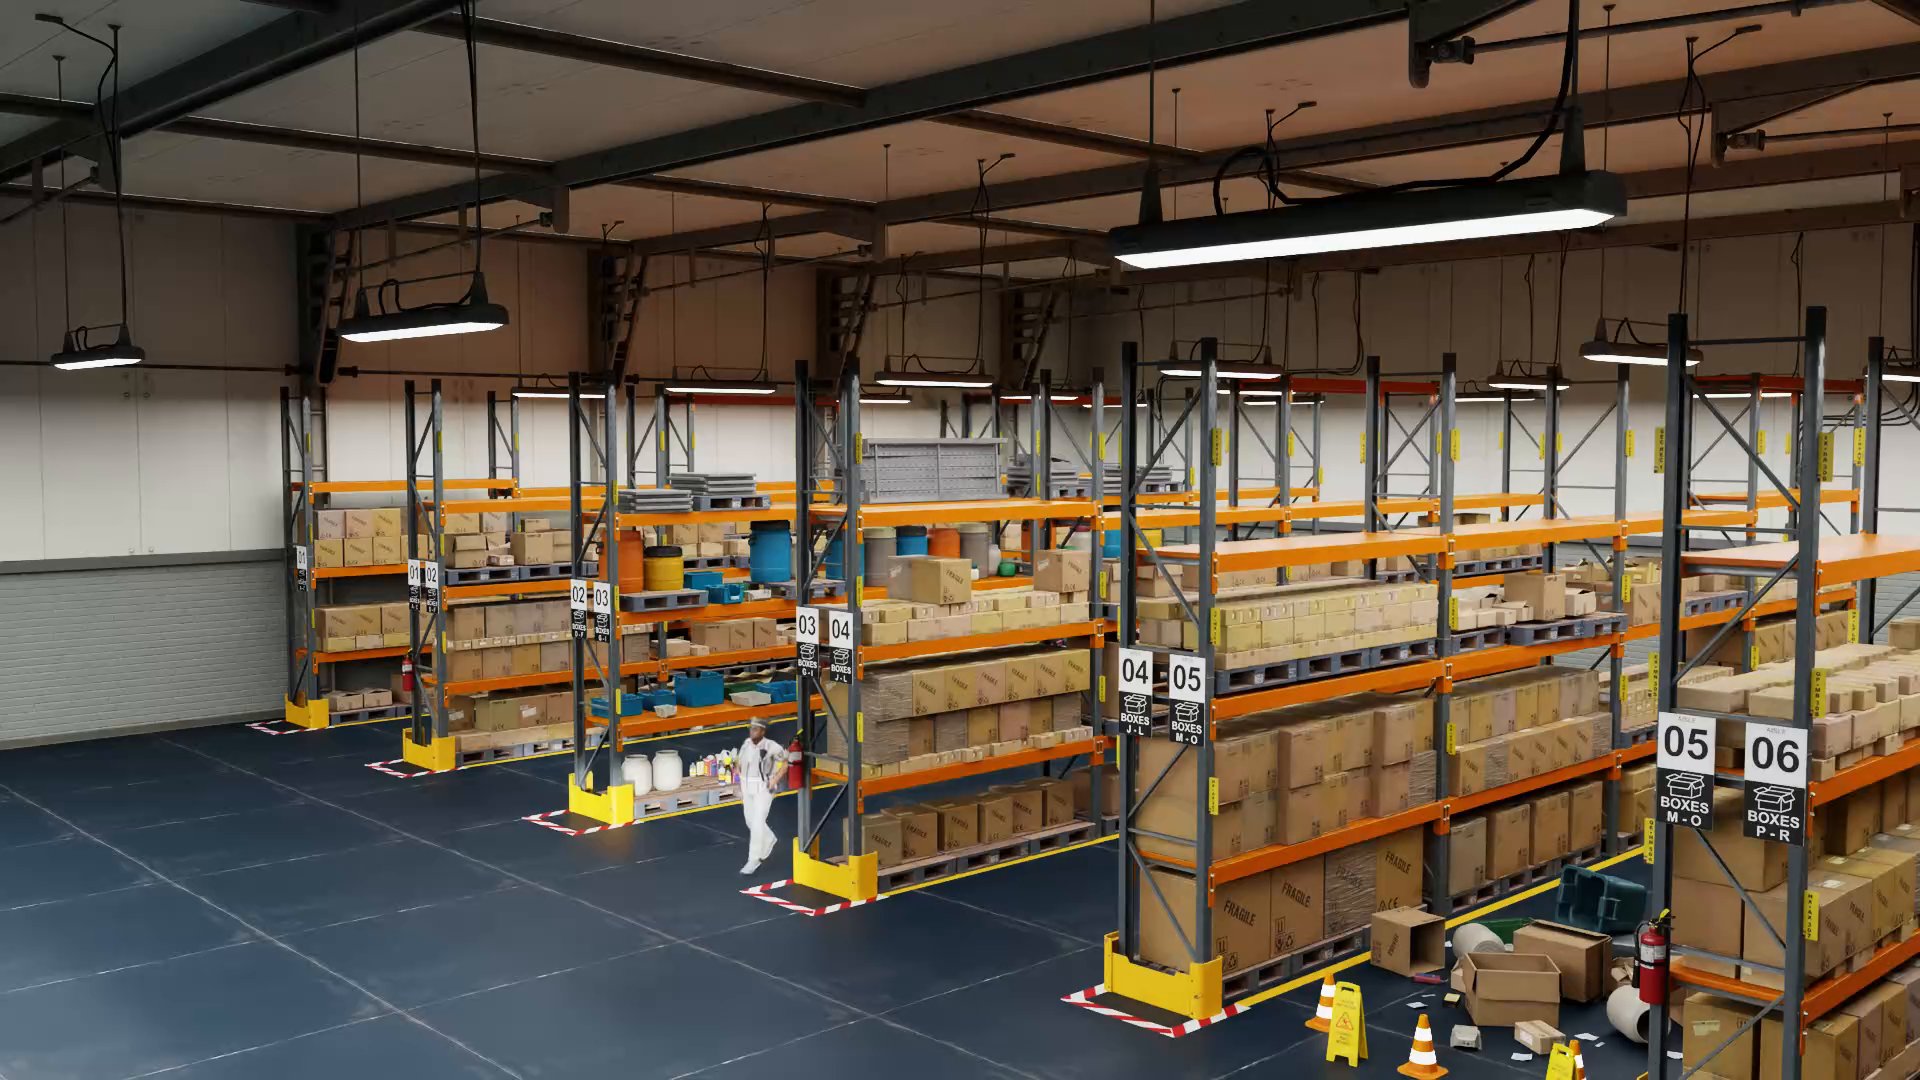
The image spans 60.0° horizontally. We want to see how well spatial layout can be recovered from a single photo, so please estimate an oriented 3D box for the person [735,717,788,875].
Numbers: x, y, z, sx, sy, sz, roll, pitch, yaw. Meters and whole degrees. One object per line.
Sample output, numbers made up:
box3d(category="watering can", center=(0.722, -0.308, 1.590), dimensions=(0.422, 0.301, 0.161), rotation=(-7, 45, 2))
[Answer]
box3d(category="person", center=(-2.417, 3.007, 19.863), dimensions=(0.664, 1.830, 0.848), rotation=(2, 4, 34))
